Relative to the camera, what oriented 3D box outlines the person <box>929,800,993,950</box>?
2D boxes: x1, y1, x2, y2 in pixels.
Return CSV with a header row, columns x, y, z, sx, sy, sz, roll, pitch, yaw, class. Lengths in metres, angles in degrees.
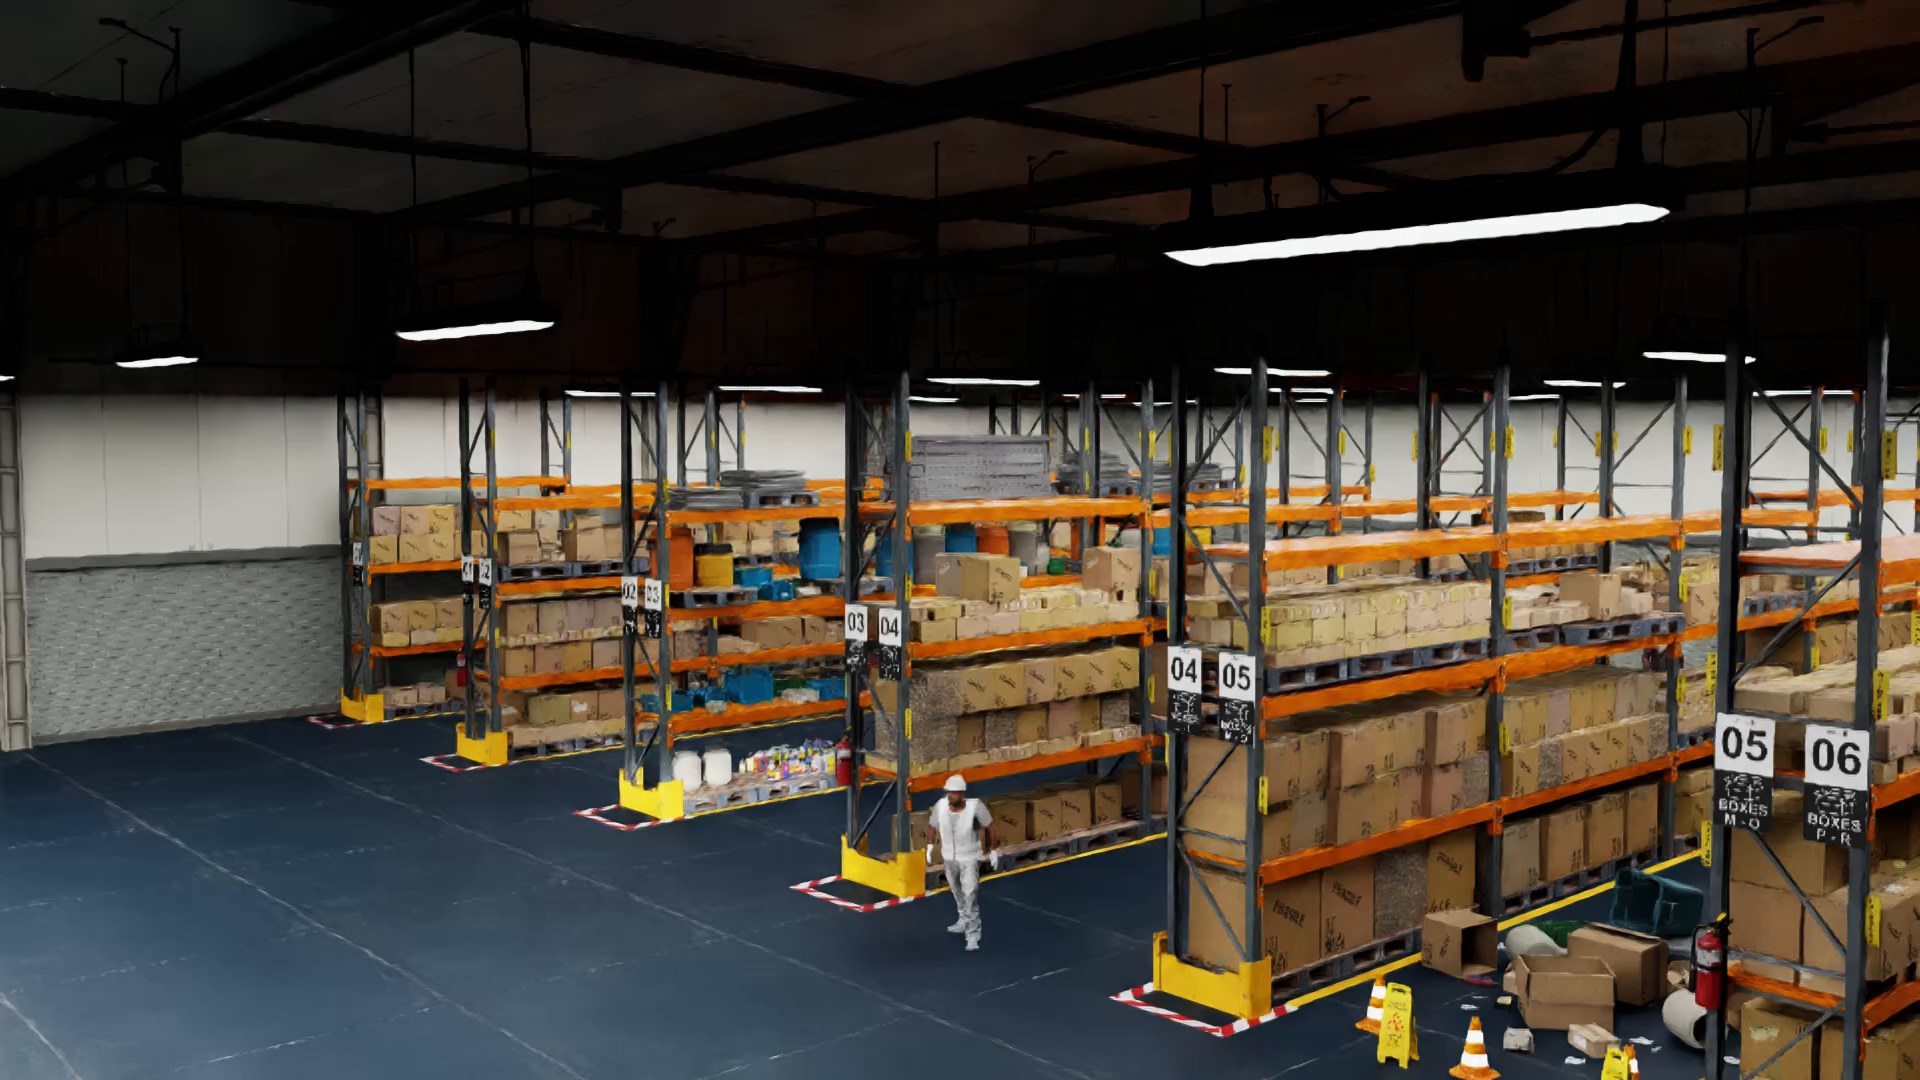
x,y,z,sx,sy,sz,roll,pitch,yaw,class
0.031,3.325,16.778,0.691,1.449,0.810,2,4,29,person
